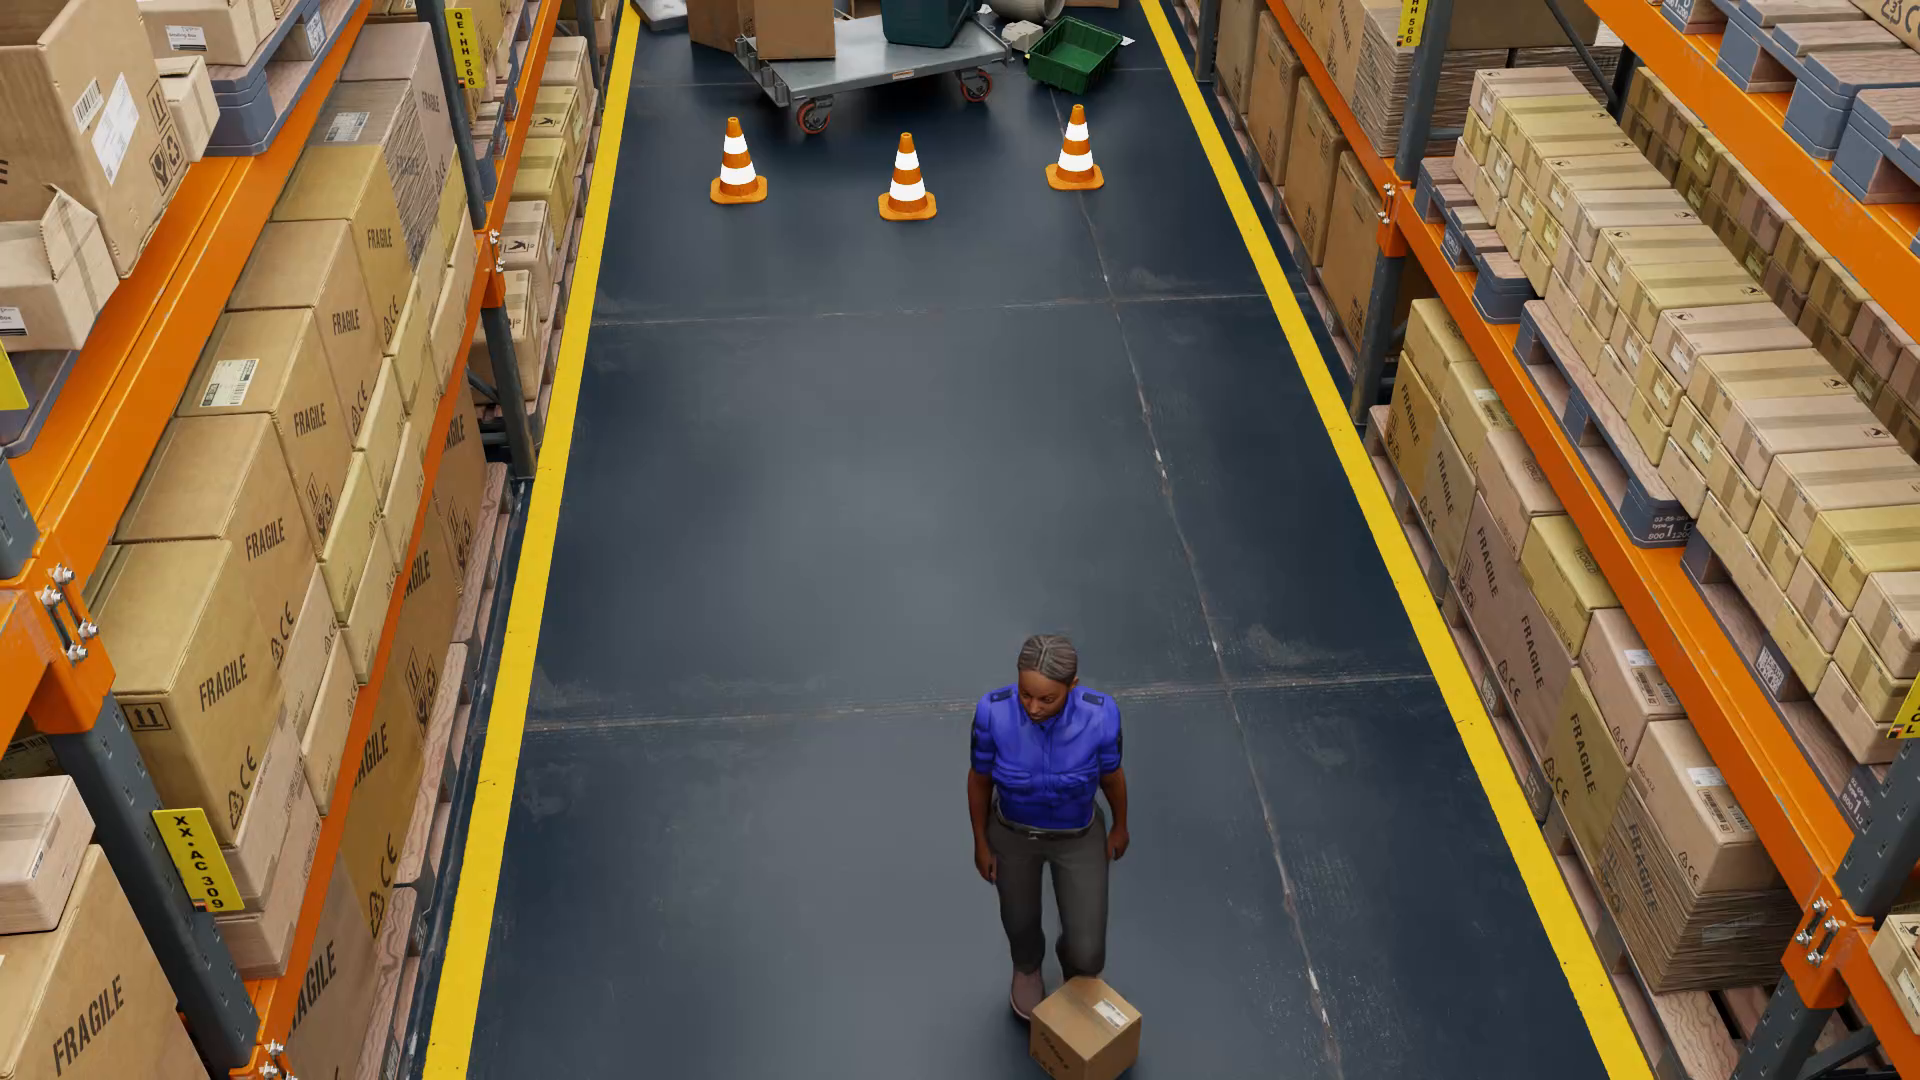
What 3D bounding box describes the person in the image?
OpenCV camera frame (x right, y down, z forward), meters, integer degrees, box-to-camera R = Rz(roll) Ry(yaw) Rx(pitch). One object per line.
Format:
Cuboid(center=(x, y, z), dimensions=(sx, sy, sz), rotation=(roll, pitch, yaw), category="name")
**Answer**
Cuboid(center=(0.264, 0.924, 5.020), dimensions=(0.492, 1.686, 0.436), rotation=(4, 40, 5), category="person")
